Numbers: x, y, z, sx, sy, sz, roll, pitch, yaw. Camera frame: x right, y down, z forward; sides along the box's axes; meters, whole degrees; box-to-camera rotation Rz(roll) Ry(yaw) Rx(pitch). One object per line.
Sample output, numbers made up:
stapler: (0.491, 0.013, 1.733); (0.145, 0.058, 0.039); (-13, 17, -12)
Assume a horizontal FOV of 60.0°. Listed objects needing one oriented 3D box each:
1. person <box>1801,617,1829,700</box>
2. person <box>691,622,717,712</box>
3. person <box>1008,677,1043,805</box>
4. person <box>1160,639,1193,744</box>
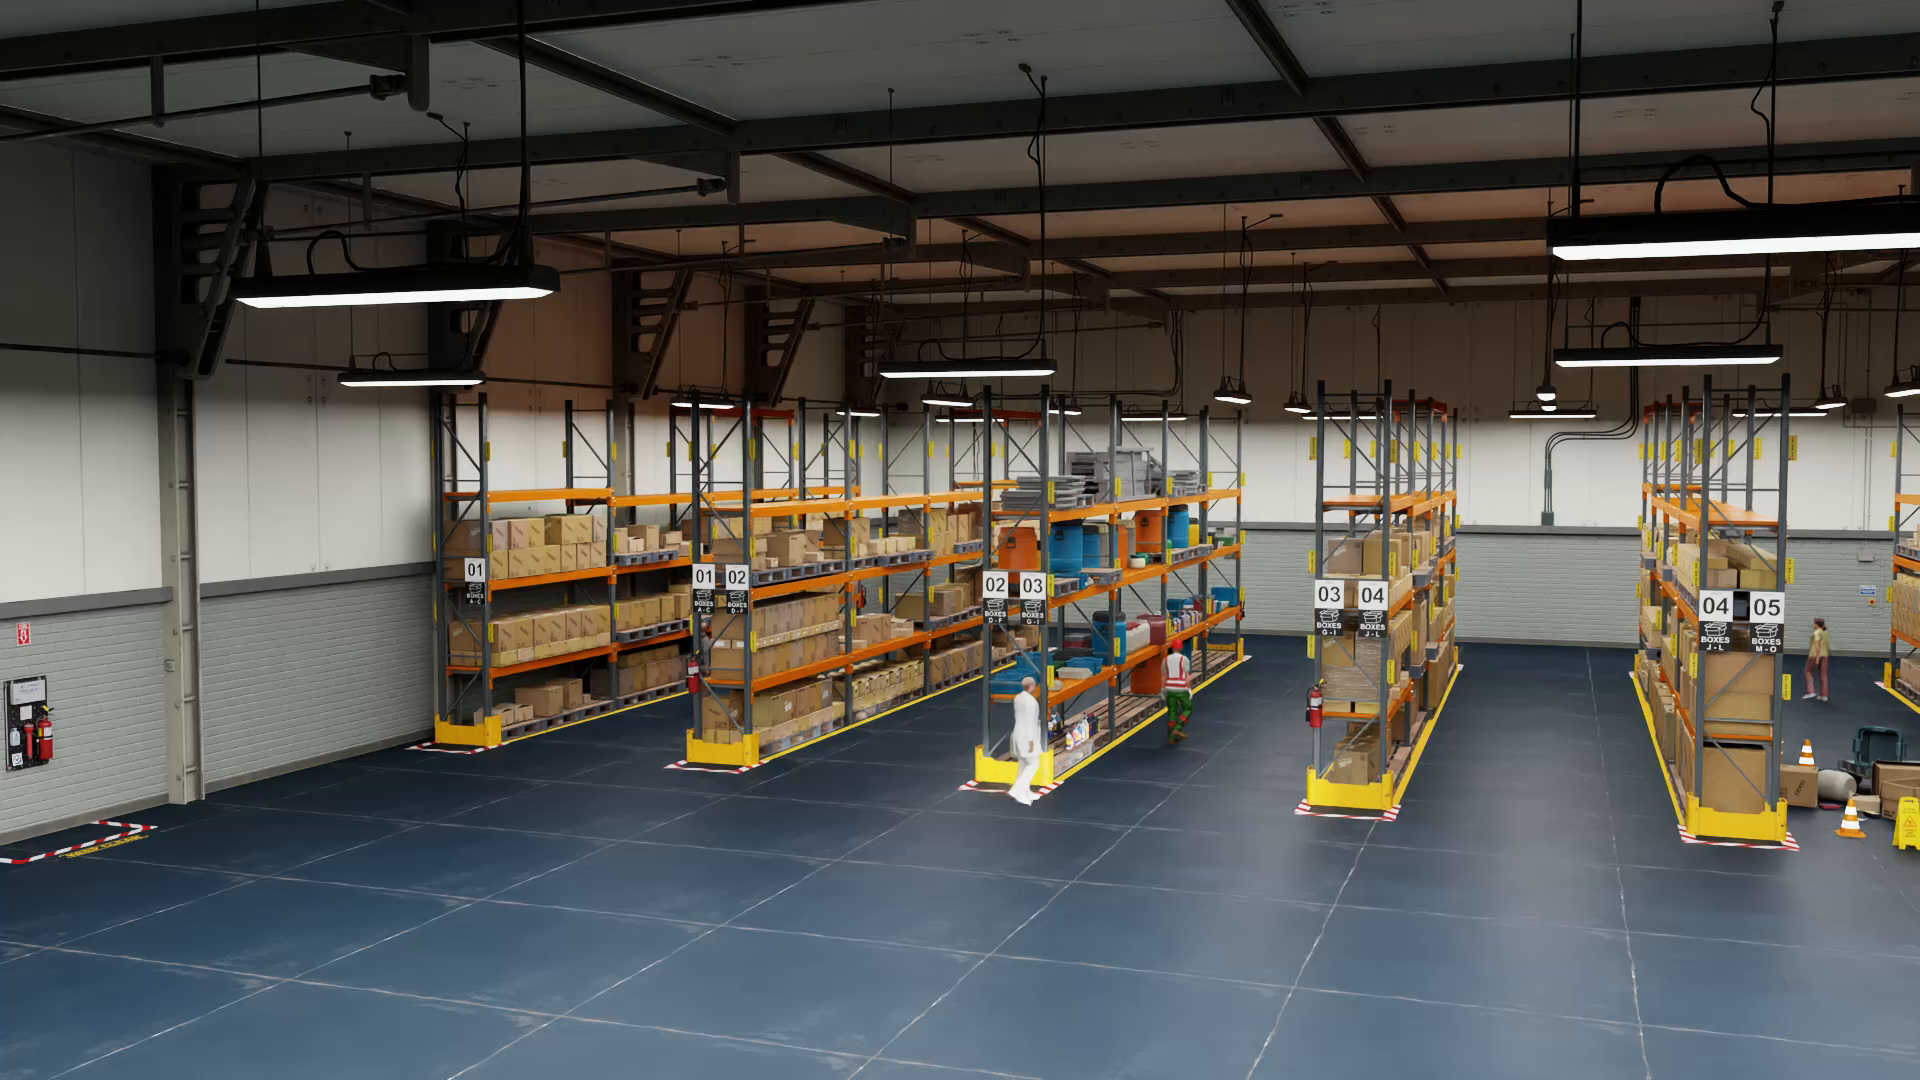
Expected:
person: (17.292, 2.405, 33.415); (0.460, 1.692, 0.555); (0, 3, -4)
person: (-4.972, 2.435, 31.943); (0.556, 1.711, 0.540); (2, 4, 32)
person: (0.912, 2.855, 23.729); (0.531, 1.810, 0.608); (-1, 3, -20)
person: (3.705, 2.587, 28.504); (0.585, 1.780, 0.483); (2, 4, 37)
